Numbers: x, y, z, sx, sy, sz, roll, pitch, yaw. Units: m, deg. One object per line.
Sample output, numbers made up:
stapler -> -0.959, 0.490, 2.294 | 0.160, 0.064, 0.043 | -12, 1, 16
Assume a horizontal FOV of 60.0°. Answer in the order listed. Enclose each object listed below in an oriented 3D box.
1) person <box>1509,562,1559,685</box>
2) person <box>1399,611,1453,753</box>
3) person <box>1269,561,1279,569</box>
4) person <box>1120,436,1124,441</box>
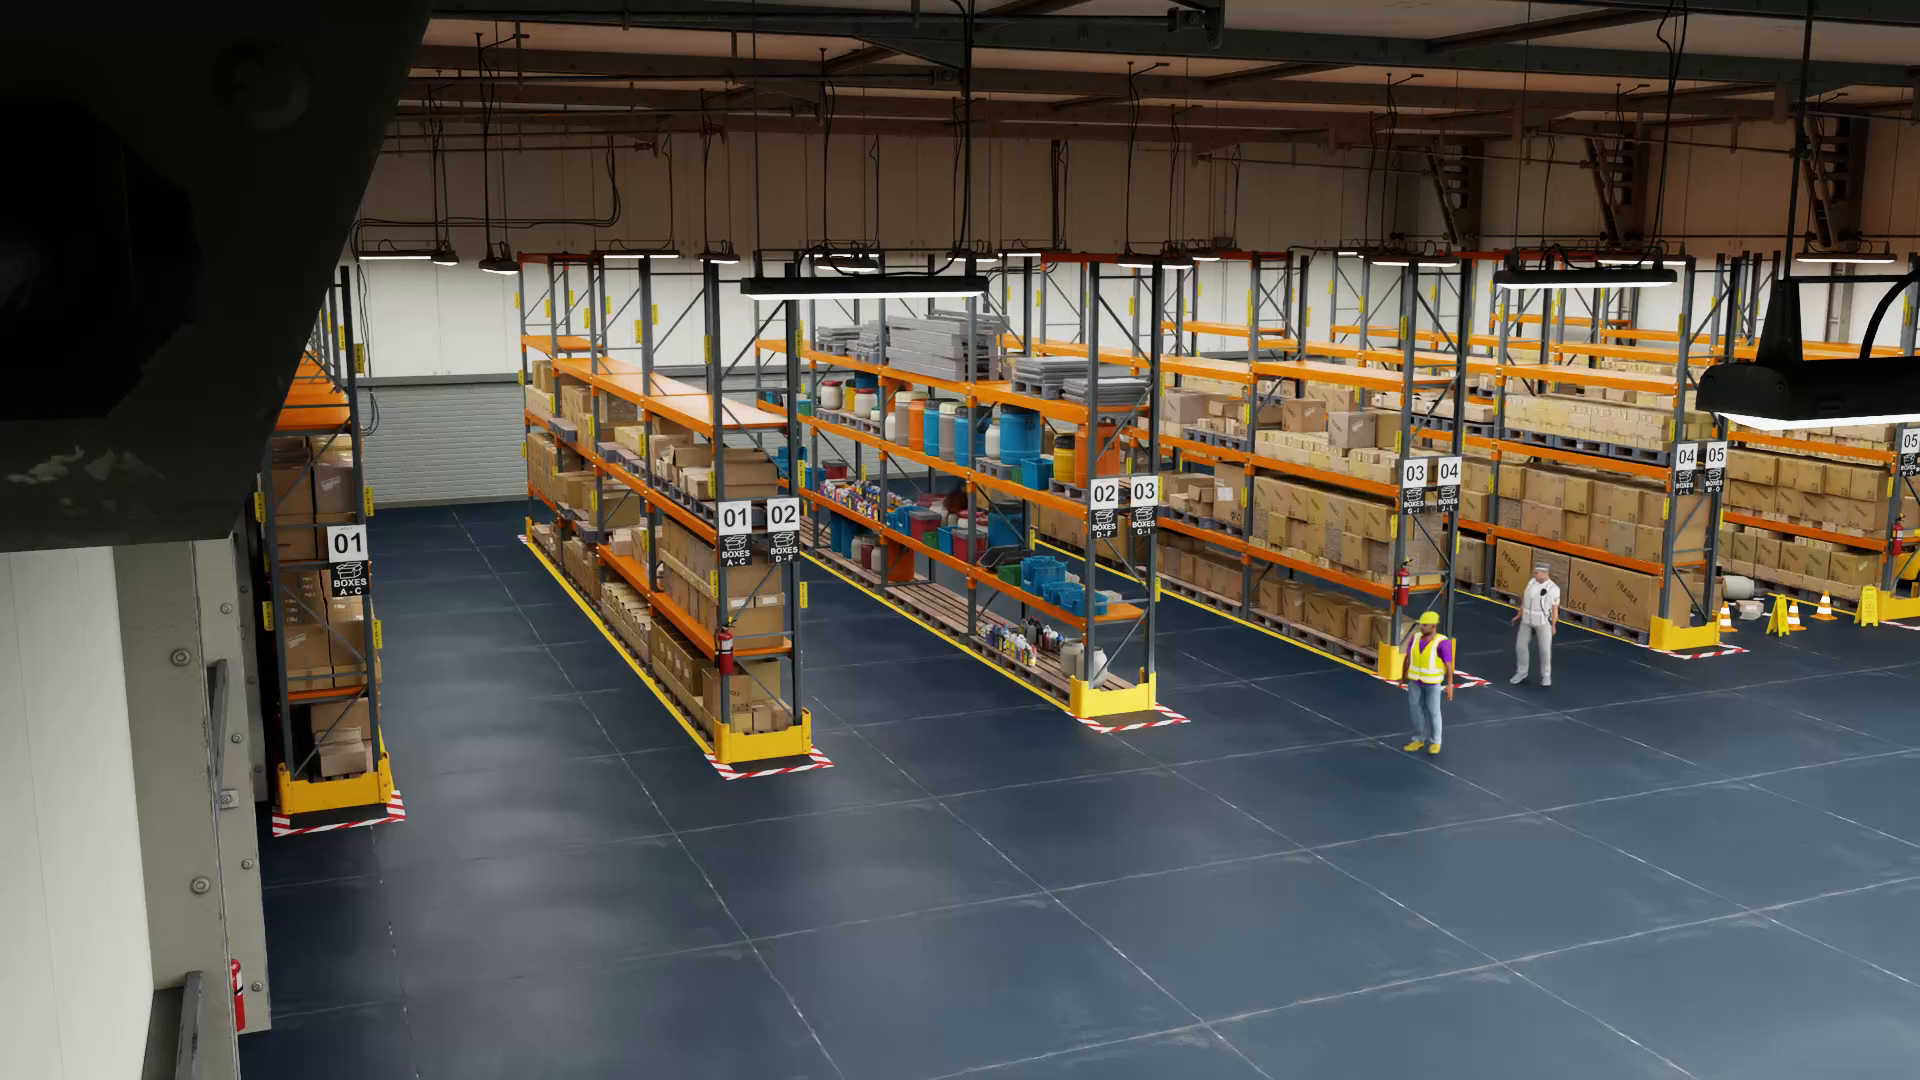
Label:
person -> 8.170, 1.194, 23.684 | 0.684, 1.802, 0.442 | 10, 14, 43
person -> 5.763, 1.761, 20.543 | 0.696, 1.800, 0.370 | 9, 14, 41
person -> 6.160, -0.369, 32.342 | 0.530, 1.780, 0.846 | -3, 11, -18
person -> 3.731, -1.956, 40.691 | 0.614, 1.775, 0.522 | 8, 13, 37
